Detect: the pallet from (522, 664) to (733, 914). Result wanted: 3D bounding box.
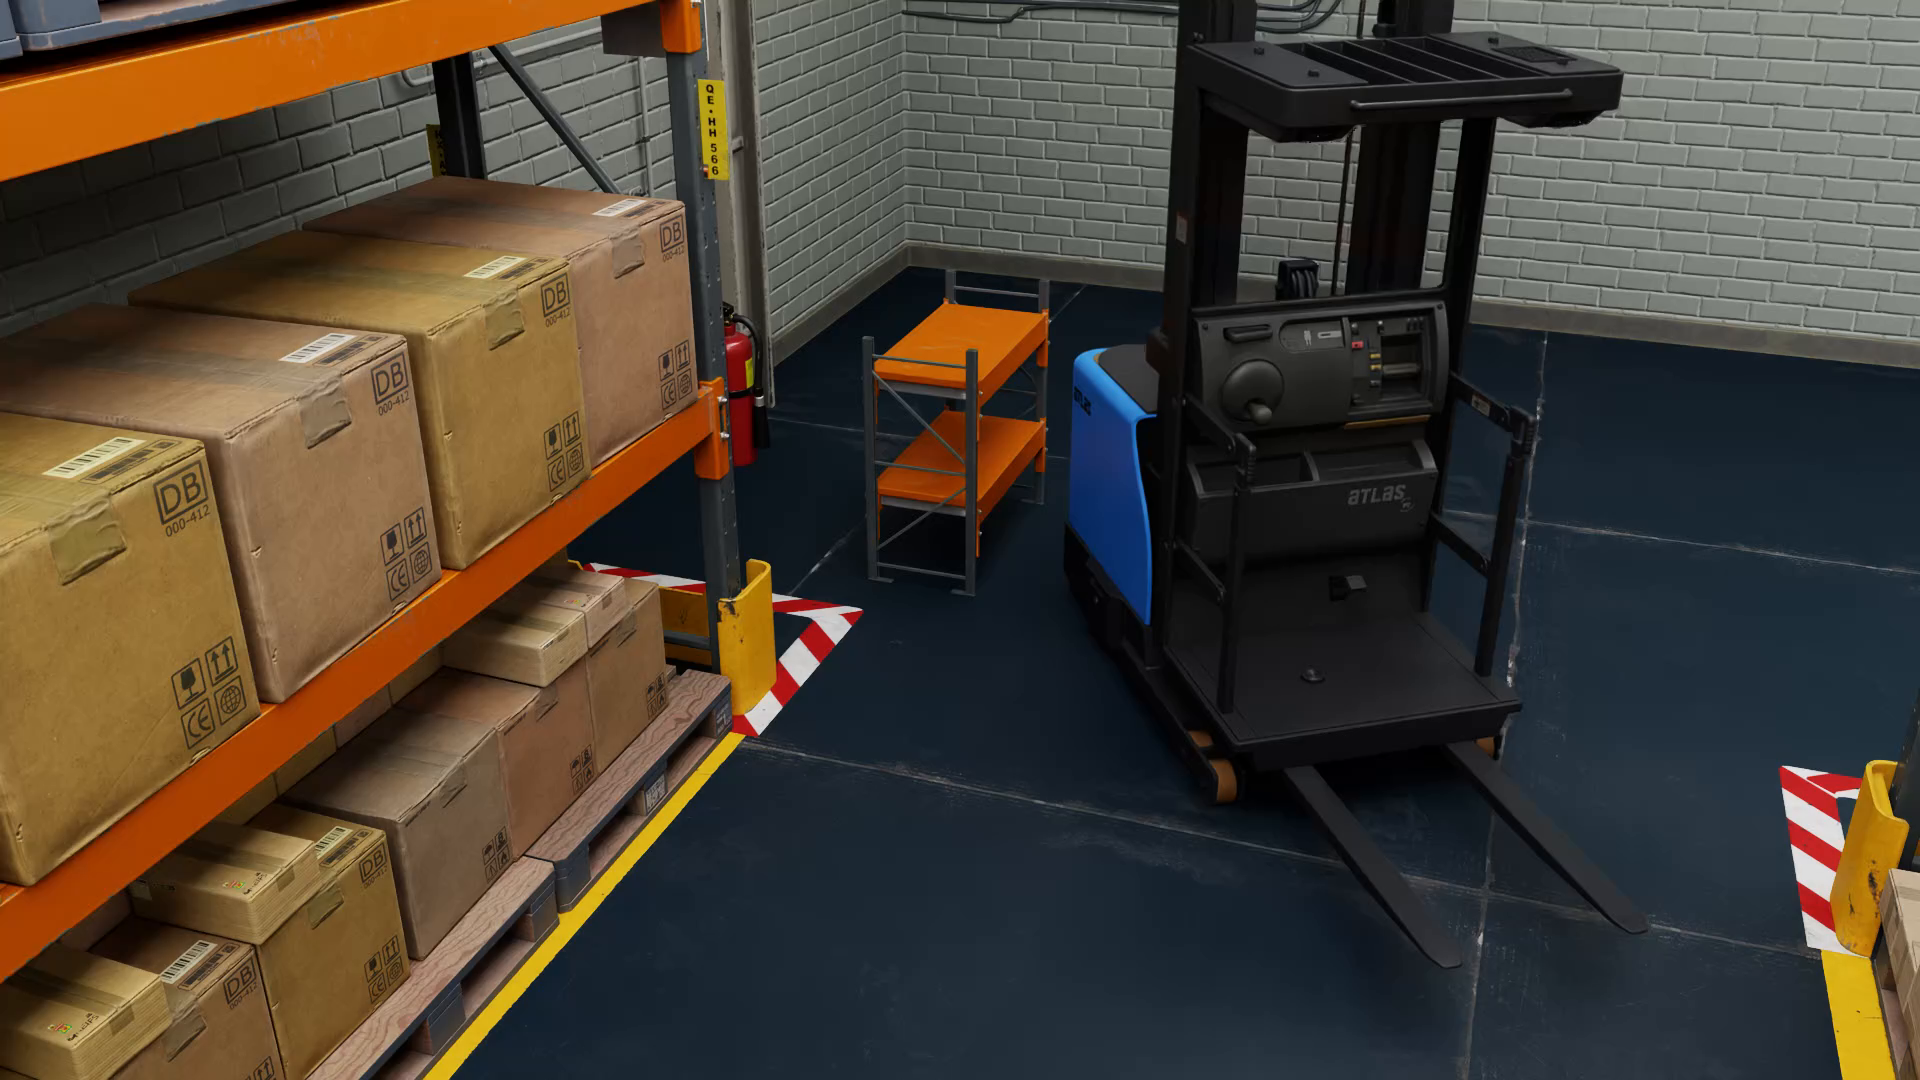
[{"bbox_3d":[-1.518,0.781,5.895,1.003,0.211,1.213,9,27,17],"label":"pallet"}]

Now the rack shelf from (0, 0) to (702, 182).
[{"bbox_3d":[-1.991,-1.019,3.795,1.077,0.370,4.000,9,27,17],"label":"rack shelf"}]

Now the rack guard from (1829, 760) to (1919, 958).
[{"bbox_3d":[3.322,1.059,4.989,1.175,0.500,0.348,9,27,17],"label":"rack guard"}]

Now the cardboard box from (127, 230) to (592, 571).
[{"bbox_3d":[-1.718,-0.438,4.868,0.980,0.700,0.700,9,27,17],"label":"cardboard box"}]

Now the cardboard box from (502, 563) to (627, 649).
[{"bbox_3d":[-1.335,0.211,5.514,0.380,0.149,0.250,8,27,17],"label":"cardboard box"}]

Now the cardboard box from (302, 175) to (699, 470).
[{"bbox_3d":[-1.486,-0.738,5.489,0.980,0.700,0.700,10,28,20],"label":"cardboard box"}]

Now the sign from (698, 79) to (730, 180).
[{"bbox_3d":[-0.819,-1.358,5.512,0.100,0.325,0.005,9,27,17],"label":"sign"}]

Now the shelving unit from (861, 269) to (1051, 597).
[{"bbox_3d":[0.002,-0.509,7.511,0.538,1.125,1.048,9,27,17],"label":"shelving unit"}]

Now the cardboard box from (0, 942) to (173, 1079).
[{"bbox_3d":[-2.025,1.067,3.747,0.380,0.149,0.250,10,27,19],"label":"cardboard box"}]

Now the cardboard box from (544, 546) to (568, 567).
[{"bbox_3d":[-1.611,0.052,5.844,0.380,0.149,0.250,9,27,18],"label":"cardboard box"}]

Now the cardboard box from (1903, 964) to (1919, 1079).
[{"bbox_3d":[2.732,1.330,4.212,0.500,0.250,0.500,9,27,17],"label":"cardboard box"}]

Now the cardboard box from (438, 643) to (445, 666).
[{"bbox_3d":[-1.779,0.260,5.413,0.380,0.149,0.250,9,27,18],"label":"cardboard box"}]

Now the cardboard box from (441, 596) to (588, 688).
[{"bbox_3d":[-1.420,0.316,5.297,0.380,0.149,0.250,9,27,19],"label":"cardboard box"}]

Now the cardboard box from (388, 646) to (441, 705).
[{"bbox_3d":[-1.863,0.363,5.201,0.380,0.149,0.250,9,27,18],"label":"cardboard box"}]

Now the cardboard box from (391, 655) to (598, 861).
[{"bbox_3d":[-1.631,0.630,5.394,0.700,0.500,0.500,9,27,17],"label":"cardboard box"}]

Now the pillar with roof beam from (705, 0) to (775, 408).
[{"bbox_3d":[2.817,-4.125,5.944,9.100,9.000,0.400,9,27,17],"label":"pillar with roof beam"}]

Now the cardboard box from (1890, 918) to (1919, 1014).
[{"bbox_3d":[2.800,1.205,4.566,0.380,0.166,0.250,9,27,17],"label":"cardboard box"}]

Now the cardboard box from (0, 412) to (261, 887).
[{"bbox_3d":[-2.213,0.175,3.603,0.980,0.700,0.700,8,27,16],"label":"cardboard box"}]

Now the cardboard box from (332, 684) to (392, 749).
[{"bbox_3d":[-1.947,0.467,4.985,0.380,0.149,0.250,9,27,18],"label":"cardboard box"}]

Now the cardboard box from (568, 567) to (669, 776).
[{"bbox_3d":[-1.464,0.424,5.819,0.700,0.500,0.500,9,27,17],"label":"cardboard box"}]

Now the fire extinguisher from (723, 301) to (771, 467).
[{"bbox_3d":[-0.840,-0.607,6.078,0.296,0.674,0.183,9,27,17],"label":"fire extinguisher"}]

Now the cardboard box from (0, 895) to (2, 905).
[{"bbox_3d":[-2.461,0.474,2.985,0.980,0.700,0.700,9,27,18],"label":"cardboard box"}]

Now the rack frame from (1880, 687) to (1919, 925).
[{"bbox_3d":[3.347,-0.097,4.509,1.000,3.000,0.127,9,27,17],"label":"rack frame"}]

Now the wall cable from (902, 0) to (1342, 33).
[{"bbox_3d":[0.893,-4.389,10.053,3.097,2.526,0.112,9,27,17],"label":"wall cable"}]

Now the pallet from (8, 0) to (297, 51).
[{"bbox_3d":[-1.967,-1.315,3.684,1.003,0.211,1.213,9,27,17],"label":"pallet"}]

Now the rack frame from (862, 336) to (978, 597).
[{"bbox_3d":[-0.167,-0.300,7.079,0.500,1.125,0.032,9,27,17],"label":"rack frame"}]

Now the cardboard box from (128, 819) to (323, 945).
[{"bbox_3d":[-1.852,0.852,4.190,0.380,0.149,0.250,8,27,16],"label":"cardboard box"}]

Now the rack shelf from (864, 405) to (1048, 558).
[{"bbox_3d":[0.002,-0.289,7.617,0.538,0.278,1.000,9,27,17],"label":"rack shelf"}]

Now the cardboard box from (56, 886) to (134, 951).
[{"bbox_3d":[-2.286,0.887,4.119,0.380,0.149,0.250,8,27,16],"label":"cardboard box"}]

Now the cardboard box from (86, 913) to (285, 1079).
[{"bbox_3d":[-2.141,1.267,4.077,0.700,0.500,0.500,8,27,17],"label":"cardboard box"}]

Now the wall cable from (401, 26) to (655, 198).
[{"bbox_3d":[-1.792,-1.935,7.138,0.084,1.984,1.851,9,27,17],"label":"wall cable"}]

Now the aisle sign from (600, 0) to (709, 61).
[{"bbox_3d":[-1.019,-1.970,5.394,0.394,0.787,0.004,9,27,17],"label":"aisle sign"}]

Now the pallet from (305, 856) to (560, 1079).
[{"bbox_3d":[-1.926,1.280,4.863,1.003,0.211,1.213,9,27,17],"label":"pallet"}]

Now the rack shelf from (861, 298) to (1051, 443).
[{"bbox_3d":[0.002,-0.772,7.383,0.538,0.278,1.000,9,27,17],"label":"rack shelf"}]

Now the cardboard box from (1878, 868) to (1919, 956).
[{"bbox_3d":[2.883,1.110,4.782,0.380,0.149,0.250,9,27,17],"label":"cardboard box"}]

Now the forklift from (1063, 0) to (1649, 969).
[{"bbox_3d":[1.319,-0.576,5.577,1.130,2.935,3.031,-6,27,-13],"label":"forklift"}]

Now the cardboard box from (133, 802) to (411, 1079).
[{"bbox_3d":[-1.968,1.057,4.512,0.700,0.500,0.500,9,27,19],"label":"cardboard box"}]

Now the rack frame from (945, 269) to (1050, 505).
[{"bbox_3d":[0.171,-0.718,7.942,0.500,1.125,0.032,9,27,17],"label":"rack frame"}]

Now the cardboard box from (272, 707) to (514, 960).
[{"bbox_3d":[-1.798,0.836,4.967,0.700,0.500,0.500,8,27,16],"label":"cardboard box"}]

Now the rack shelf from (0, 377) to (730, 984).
[{"bbox_3d":[-1.991,0.331,4.449,1.077,0.370,4.000,9,27,17],"label":"rack shelf"}]

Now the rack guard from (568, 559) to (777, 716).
[{"bbox_3d":[-1.318,0.301,6.555,1.175,0.500,0.348,9,27,17],"label":"rack guard"}]

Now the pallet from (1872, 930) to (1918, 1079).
[{"bbox_3d":[3.057,1.517,4.376,1.003,0.211,1.213,9,27,17],"label":"pallet"}]

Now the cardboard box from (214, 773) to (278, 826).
[{"bbox_3d":[-2.116,0.677,4.552,0.380,0.149,0.250,8,27,17],"label":"cardboard box"}]

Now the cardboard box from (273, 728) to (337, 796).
[{"bbox_3d":[-2.032,0.573,4.767,0.380,0.149,0.250,9,27,18],"label":"cardboard box"}]

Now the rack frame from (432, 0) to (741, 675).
[{"bbox_3d":[-1.326,-0.814,5.990,1.000,3.000,0.127,9,27,17],"label":"rack frame"}]

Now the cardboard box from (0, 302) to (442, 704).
[{"bbox_3d":[-1.980,-0.126,4.223,0.980,0.700,0.700,7,27,15],"label":"cardboard box"}]

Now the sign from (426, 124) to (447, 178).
[{"bbox_3d":[-1.847,-1.323,5.955,0.100,0.325,0.005,9,27,17],"label":"sign"}]

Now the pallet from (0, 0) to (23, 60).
[{"bbox_3d":[-2.375,-0.815,2.652,1.003,0.211,1.213,9,27,17],"label":"pallet"}]
